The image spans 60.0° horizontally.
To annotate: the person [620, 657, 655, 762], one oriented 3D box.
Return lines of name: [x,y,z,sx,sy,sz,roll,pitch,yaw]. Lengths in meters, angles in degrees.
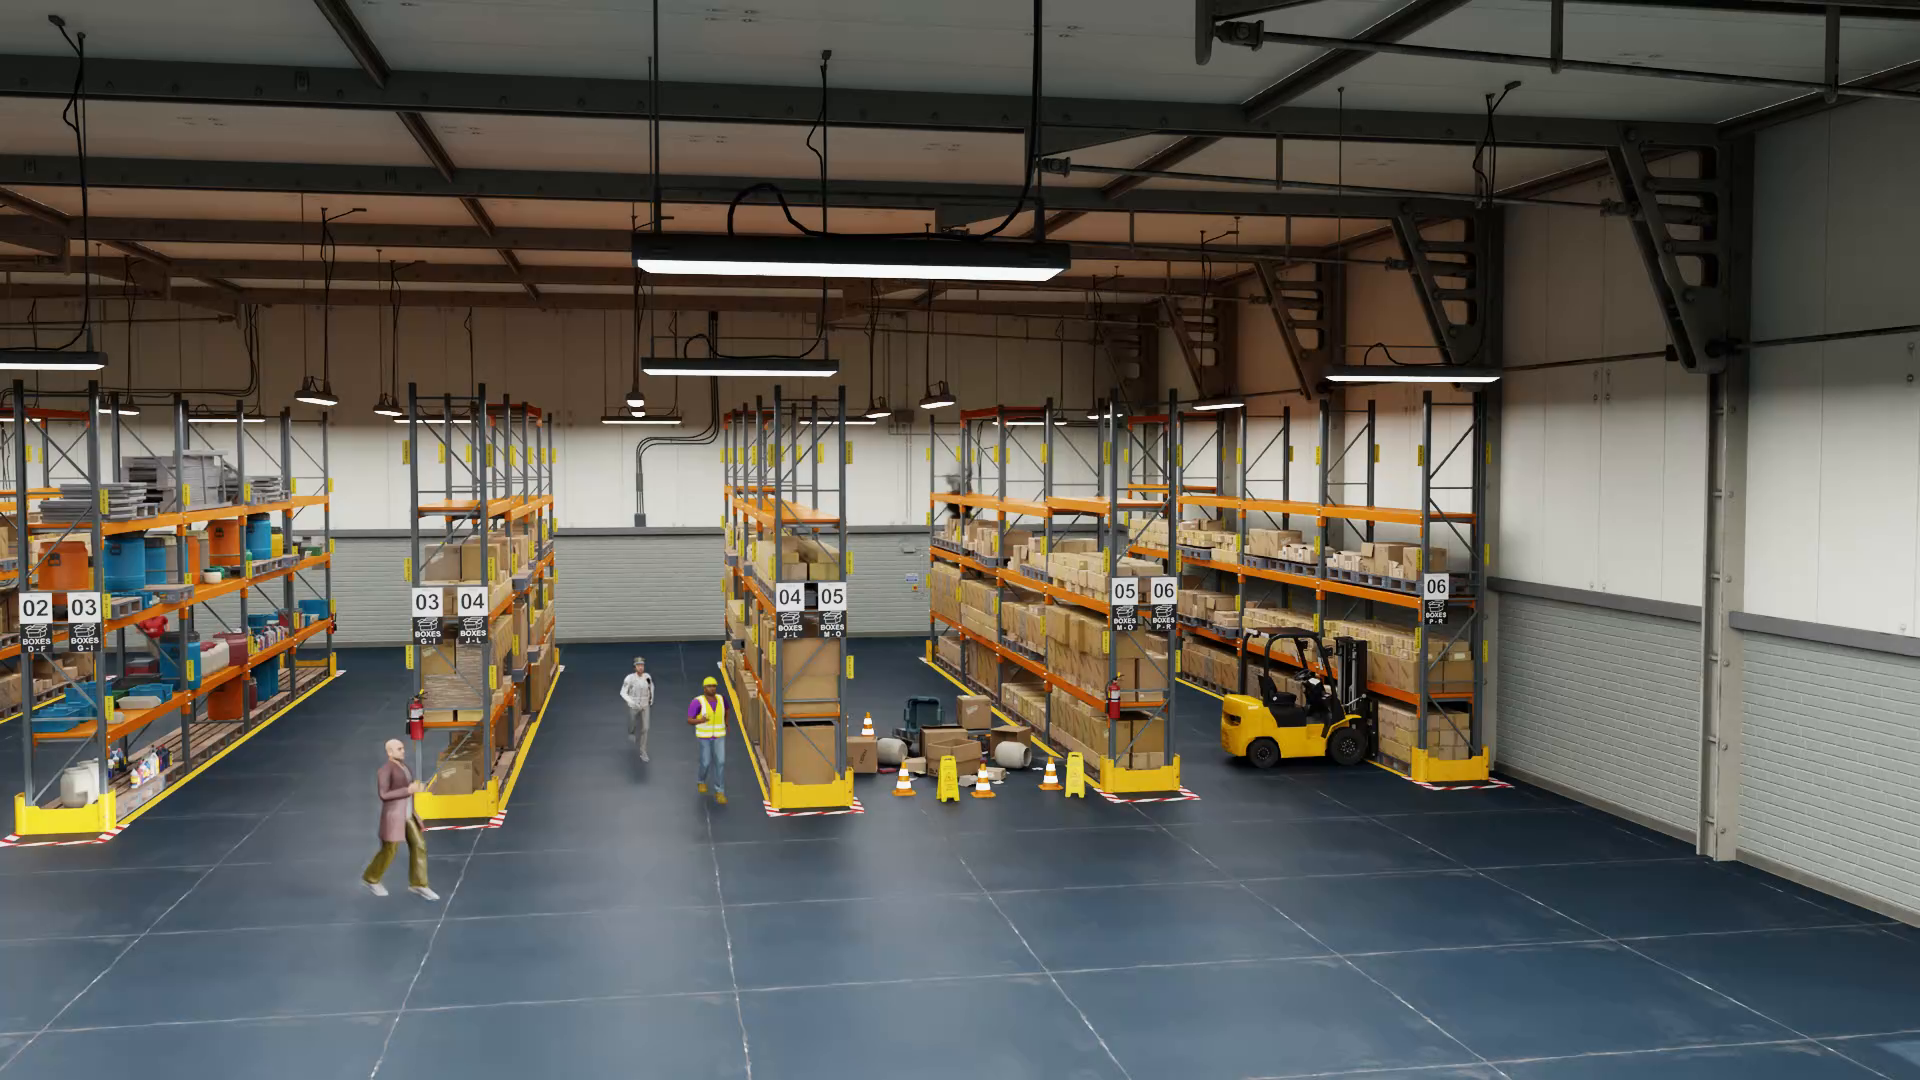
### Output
person: [-5.349,2.785,27.646,0.590,1.695,1.038,-1,3,-18]

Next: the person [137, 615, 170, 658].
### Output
person: [-17.878,2.290,36.904,0.705,1.707,0.928,-2,3,-30]

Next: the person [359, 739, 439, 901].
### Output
person: [-6.327,3.143,18.681,0.910,1.819,0.690,1,3,15]

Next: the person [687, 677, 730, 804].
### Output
person: [-3.608,2.867,24.080,0.695,1.779,0.894,-1,3,-23]
